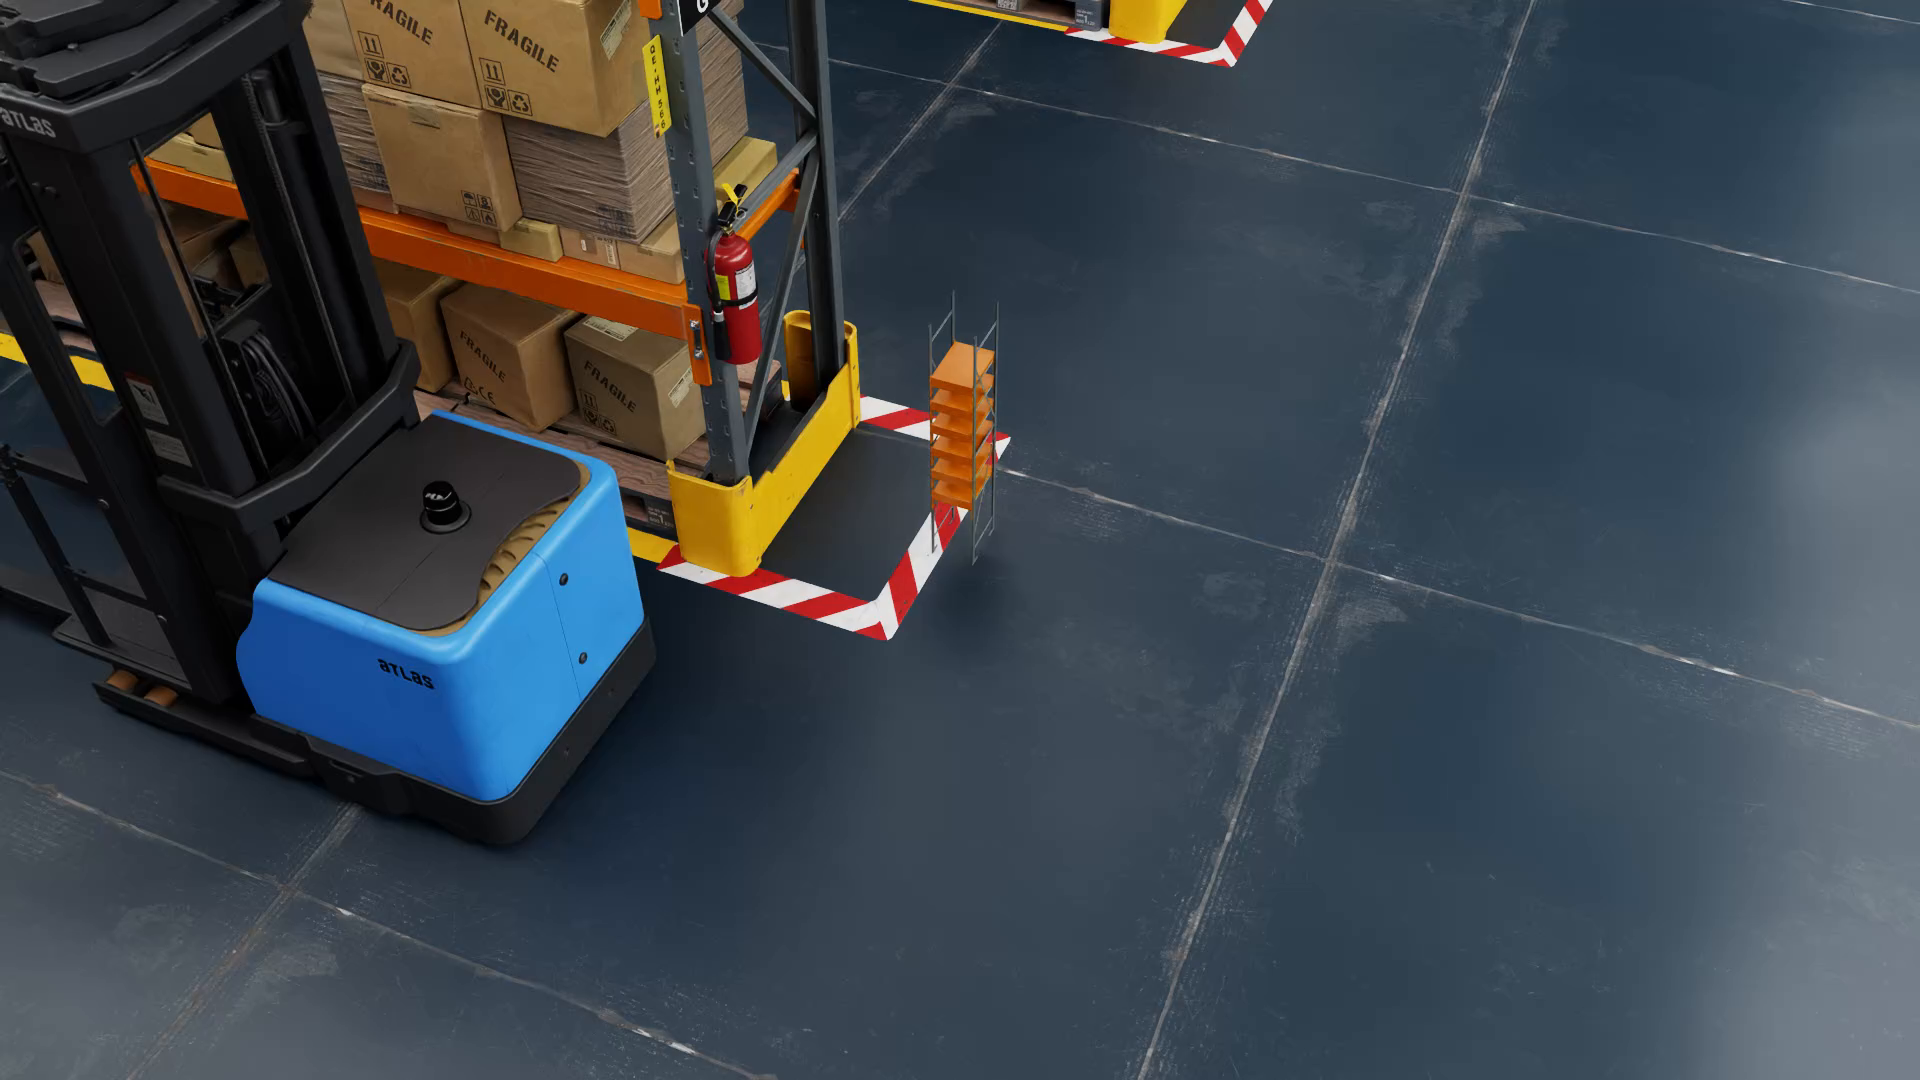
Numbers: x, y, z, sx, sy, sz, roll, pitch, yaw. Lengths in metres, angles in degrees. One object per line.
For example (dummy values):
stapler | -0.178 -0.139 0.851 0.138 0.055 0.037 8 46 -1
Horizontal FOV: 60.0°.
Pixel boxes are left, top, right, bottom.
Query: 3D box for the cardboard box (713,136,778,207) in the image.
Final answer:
cardboard box | -0.920 -1.443 6.591 0.250 0.149 0.380 16 47 16

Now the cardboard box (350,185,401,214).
cardboard box | -2.251 -1.482 6.630 0.250 0.149 0.380 16 47 16

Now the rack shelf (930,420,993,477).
rack shelf | 0.014 -0.390 6.693 0.180 0.103 0.258 16 47 16

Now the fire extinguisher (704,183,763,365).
fire extinguisher | -0.820 -0.941 5.963 0.183 0.674 0.296 16 47 16

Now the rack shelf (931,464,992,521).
rack shelf | 0.014 -0.220 6.862 0.180 0.103 0.258 16 47 16

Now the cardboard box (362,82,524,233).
cardboard box | -1.753 -1.665 6.354 0.500 0.500 0.875 16 47 16

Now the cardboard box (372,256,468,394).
cardboard box | -2.454 -1.065 7.507 0.500 0.500 0.500 21 48 19

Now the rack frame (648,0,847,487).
rack frame | -0.749 -1.300 6.268 0.127 3.000 1.000 16 47 16

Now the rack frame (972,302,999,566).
rack frame | 0.098 -0.396 6.637 0.006 1.200 0.240 16 47 16

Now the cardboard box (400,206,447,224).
cardboard box | -2.012 -1.429 6.577 0.250 0.149 0.380 16 47 16

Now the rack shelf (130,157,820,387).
rack shelf | -2.595 -1.588 7.068 4.000 0.370 1.077 16 47 16

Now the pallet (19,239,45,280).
pallet | -5.159 -1.608 8.555 1.213 0.211 1.003 16 47 16

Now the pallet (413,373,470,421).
pallet | -2.677 -0.908 7.852 1.213 0.211 1.003 16 47 16

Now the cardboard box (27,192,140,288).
cardboard box | -4.087 -1.514 7.958 0.500 0.500 0.500 15 47 15

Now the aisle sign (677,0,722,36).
aisle sign | -0.807 -2.009 5.138 0.004 0.787 0.394 16 47 16

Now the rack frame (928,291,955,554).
rack frame | -0.071 -0.446 6.687 0.006 1.200 0.240 16 47 16

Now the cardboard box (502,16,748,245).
cardboard box | -1.246 -1.608 6.296 0.500 0.500 0.875 16 47 16

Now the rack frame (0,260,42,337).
rack frame | -4.440 -2.386 7.360 0.127 3.000 1.000 16 47 16

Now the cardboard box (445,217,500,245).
cardboard box | -1.797 -1.334 6.481 0.250 0.149 0.380 16 47 16

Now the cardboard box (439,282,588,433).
cardboard box | -1.883 -0.883 7.324 0.500 0.500 0.500 29 52 26

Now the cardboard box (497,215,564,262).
cardboard box | -1.572 -1.256 6.403 0.250 0.149 0.380 16 47 16

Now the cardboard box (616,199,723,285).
cardboard box | -1.091 -1.154 6.300 0.250 0.149 0.380 16 47 16

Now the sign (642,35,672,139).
sign | -0.981 -1.466 5.391 0.005 0.325 0.100 16 47 16

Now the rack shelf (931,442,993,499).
rack shelf | 0.014 -0.305 6.778 0.180 0.103 0.258 16 47 16

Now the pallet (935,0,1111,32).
pallet | 0.486 -3.679 10.637 1.213 0.211 1.003 16 47 16

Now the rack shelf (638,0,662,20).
rack shelf | -2.595 -2.651 6.010 4.000 0.370 1.077 16 47 16

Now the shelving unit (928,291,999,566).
shelving unit | 0.014 -0.421 6.662 0.189 1.200 0.258 16 47 16

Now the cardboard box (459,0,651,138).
cardboard box | -1.351 -1.783 5.764 0.500 0.500 0.500 16 47 16

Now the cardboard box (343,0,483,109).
cardboard box | -1.815 -1.916 5.897 0.500 0.500 0.500 16 47 16

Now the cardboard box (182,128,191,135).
cardboard box | -3.101 -2.135 6.827 0.500 0.500 0.875 16 47 16

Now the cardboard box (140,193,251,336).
cardboard box | -3.555 -1.363 7.807 0.500 0.500 0.500 32 53 28

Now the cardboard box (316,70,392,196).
cardboard box | -2.198 -1.829 6.519 0.500 0.500 0.875 16 47 16

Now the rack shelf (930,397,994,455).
rack shelf | 0.014 -0.475 6.608 0.180 0.103 0.258 16 47 16

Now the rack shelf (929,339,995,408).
rack shelf | 0.014 -0.645 6.439 0.180 0.103 0.258 16 47 16

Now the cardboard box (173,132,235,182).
cardboard box | -2.968 -1.644 6.793 0.250 0.149 0.380 16 47 16

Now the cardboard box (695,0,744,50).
cardboard box | -1.151 -2.122 6.104 0.500 0.500 0.500 16 47 16

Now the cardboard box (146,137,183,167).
cardboard box | -3.195 -1.719 6.868 0.250 0.149 0.380 16 47 16

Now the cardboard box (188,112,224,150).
cardboard box | -2.655 -1.973 6.663 0.500 0.500 0.875 16 47 16

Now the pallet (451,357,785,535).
pallet | -1.555 -0.575 7.518 1.213 0.211 1.003 16 47 16

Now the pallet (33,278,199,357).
pallet | -3.807 -1.238 8.184 1.213 0.211 1.003 16 47 16

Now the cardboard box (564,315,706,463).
cardboard box | -1.319 -0.743 7.183 0.500 0.500 0.500 25 50 23

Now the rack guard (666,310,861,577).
rack guard | -0.819 -0.434 7.171 0.348 0.500 1.175 16 47 16

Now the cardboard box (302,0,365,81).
cardboard box | -2.276 -2.053 6.035 0.500 0.500 0.500 16 47 16

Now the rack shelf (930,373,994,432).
rack shelf | 0.014 -0.560 6.524 0.180 0.103 0.258 16 47 16

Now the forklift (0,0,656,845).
forklift | -2.756 -0.648 5.662 3.031 2.935 1.130 17 47 16

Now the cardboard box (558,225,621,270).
cardboard box | -1.322 -1.222 6.368 0.250 0.149 0.380 16 47 16

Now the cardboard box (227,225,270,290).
cardboard box | -2.952 -1.246 7.689 0.500 0.500 0.500 13 46 12

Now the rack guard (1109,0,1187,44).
rack guard | 1.276 -3.608 10.361 0.348 0.500 1.175 16 47 16
